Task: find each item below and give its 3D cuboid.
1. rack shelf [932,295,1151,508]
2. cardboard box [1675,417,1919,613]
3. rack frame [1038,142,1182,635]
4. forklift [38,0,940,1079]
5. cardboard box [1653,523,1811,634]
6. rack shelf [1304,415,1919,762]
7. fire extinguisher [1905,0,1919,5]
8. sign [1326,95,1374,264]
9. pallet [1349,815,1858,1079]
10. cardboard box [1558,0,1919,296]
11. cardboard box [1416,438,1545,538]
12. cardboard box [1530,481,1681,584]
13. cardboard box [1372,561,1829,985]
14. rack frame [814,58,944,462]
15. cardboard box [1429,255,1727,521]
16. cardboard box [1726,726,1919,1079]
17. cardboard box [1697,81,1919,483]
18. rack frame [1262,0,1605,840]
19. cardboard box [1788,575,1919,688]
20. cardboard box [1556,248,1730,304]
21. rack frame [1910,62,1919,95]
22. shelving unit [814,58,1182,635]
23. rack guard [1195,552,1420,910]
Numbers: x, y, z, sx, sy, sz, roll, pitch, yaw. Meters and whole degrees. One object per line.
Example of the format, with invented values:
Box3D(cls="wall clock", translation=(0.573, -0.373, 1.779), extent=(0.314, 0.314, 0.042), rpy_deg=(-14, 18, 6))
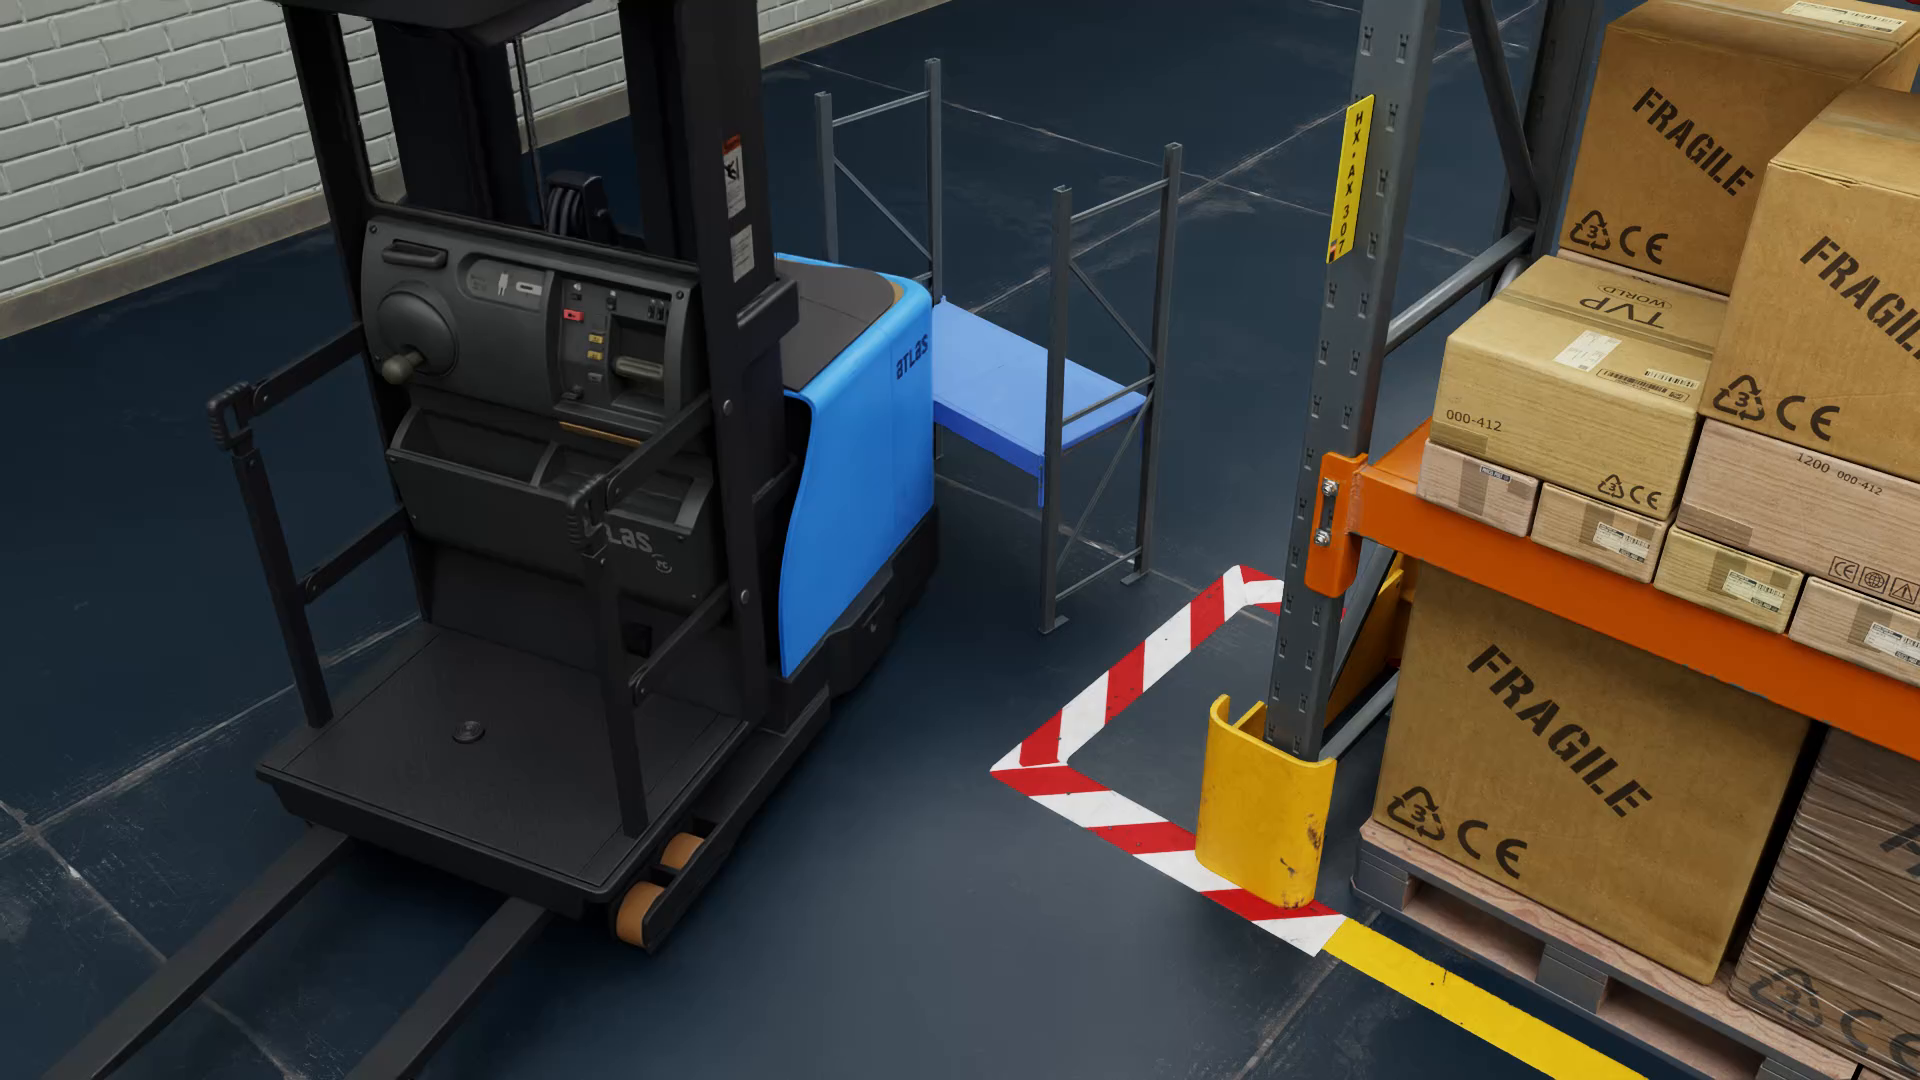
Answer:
Box3D(cls="rack shelf", translation=(0.094, -0.478, 5.439), extent=(0.538, 0.185, 1.000), rpy_deg=(-28, 43, -34))
Box3D(cls="cardboard box", translation=(1.734, -0.147, 3.185), extent=(0.500, 0.250, 0.500), rpy_deg=(25, 41, 31))
Box3D(cls="rack frame", translation=(0.442, -0.417, 5.032), extent=(0.500, 1.500, 0.032), rpy_deg=(-28, 43, -34))
Box3D(cls="forklift", translation=(-1.135, -0.451, 3.817), extent=(1.130, 2.935, 3.031), rpy_deg=(14, 37, 20))
Box3D(cls="cardboard box", translation=(1.591, -0.003, 3.326), extent=(0.250, 0.149, 0.380), rpy_deg=(24, 41, 31))
Box3D(cls="rack shelf", translation=(2.672, 0.458, 3.070), extent=(4.000, 0.370, 1.077), rpy_deg=(25, 42, 32))
Box3D(cls="fire extinguisher", translation=(4.487, -2.791, 7.562), extent=(0.183, 0.674, 0.296), rpy_deg=(25, 42, 32))
Box3D(cls="sign", translation=(0.775, -0.714, 3.305), extent=(0.005, 0.325, 0.100), rpy_deg=(25, 42, 32))
Box3D(cls="pallet", translation=(1.799, 0.842, 4.338), extent=(1.213, 0.211, 1.003), rpy_deg=(25, 42, 32))
Box3D(cls="cardboard box", translation=(1.677, -0.871, 3.576), extent=(0.500, 0.500, 0.500), rpy_deg=(26, 42, 32))
Box3D(cls="cardboard box", translation=(1.196, -0.188, 3.596), extent=(0.250, 0.149, 0.380), rpy_deg=(26, 42, 32))
Box3D(cls="cardboard box", translation=(1.394, -0.095, 3.461), extent=(0.250, 0.149, 0.380), rpy_deg=(25, 41, 31))
Box3D(cls="cardboard box", translation=(1.678, 0.336, 4.116), extent=(0.875, 0.875, 0.875), rpy_deg=(25, 42, 32))
Box3D(cls="rack frame", translation=(-0.254, -0.836, 5.643), extent=(0.500, 1.500, 0.032), rpy_deg=(-28, 43, -34))
Box3D(cls="cardboard box", translation=(1.331, -0.333, 3.455), extent=(0.500, 0.250, 0.500), rpy_deg=(24, 41, 31))
Box3D(cls="cardboard box", translation=(2.377, 0.666, 3.637), extent=(0.875, 0.875, 0.875), rpy_deg=(25, 42, 32))
Box3D(cls="cardboard box", translation=(1.715, -0.461, 2.979), extent=(0.500, 0.500, 0.500), rpy_deg=(24, 41, 31))
Box3D(cls="rack frame", translation=(1.135, -0.563, 3.921), extent=(0.127, 3.000, 1.000), rpy_deg=(25, 42, 32))
Box3D(cls="cardboard box", translation=(1.793, 0.091, 3.190), extent=(0.250, 0.149, 0.380), rpy_deg=(25, 41, 31))
Box3D(cls="cardboard box", translation=(1.677, -0.564, 3.792), extent=(0.500, 0.250, 0.500), rpy_deg=(25, 41, 31))
Box3D(cls="rack frame", translation=(4.386, -2.685, 7.010), extent=(0.127, 3.000, 1.000), rpy_deg=(25, 42, 32))
Box3D(cls="shelving unit", translation=(0.094, -0.626, 5.337), extent=(0.538, 1.500, 1.048), rpy_deg=(-28, 43, -34))
Box3D(cls="rack guard", translation=(1.116, 0.458, 4.641), extent=(0.348, 0.500, 1.175), rpy_deg=(25, 42, 32))
